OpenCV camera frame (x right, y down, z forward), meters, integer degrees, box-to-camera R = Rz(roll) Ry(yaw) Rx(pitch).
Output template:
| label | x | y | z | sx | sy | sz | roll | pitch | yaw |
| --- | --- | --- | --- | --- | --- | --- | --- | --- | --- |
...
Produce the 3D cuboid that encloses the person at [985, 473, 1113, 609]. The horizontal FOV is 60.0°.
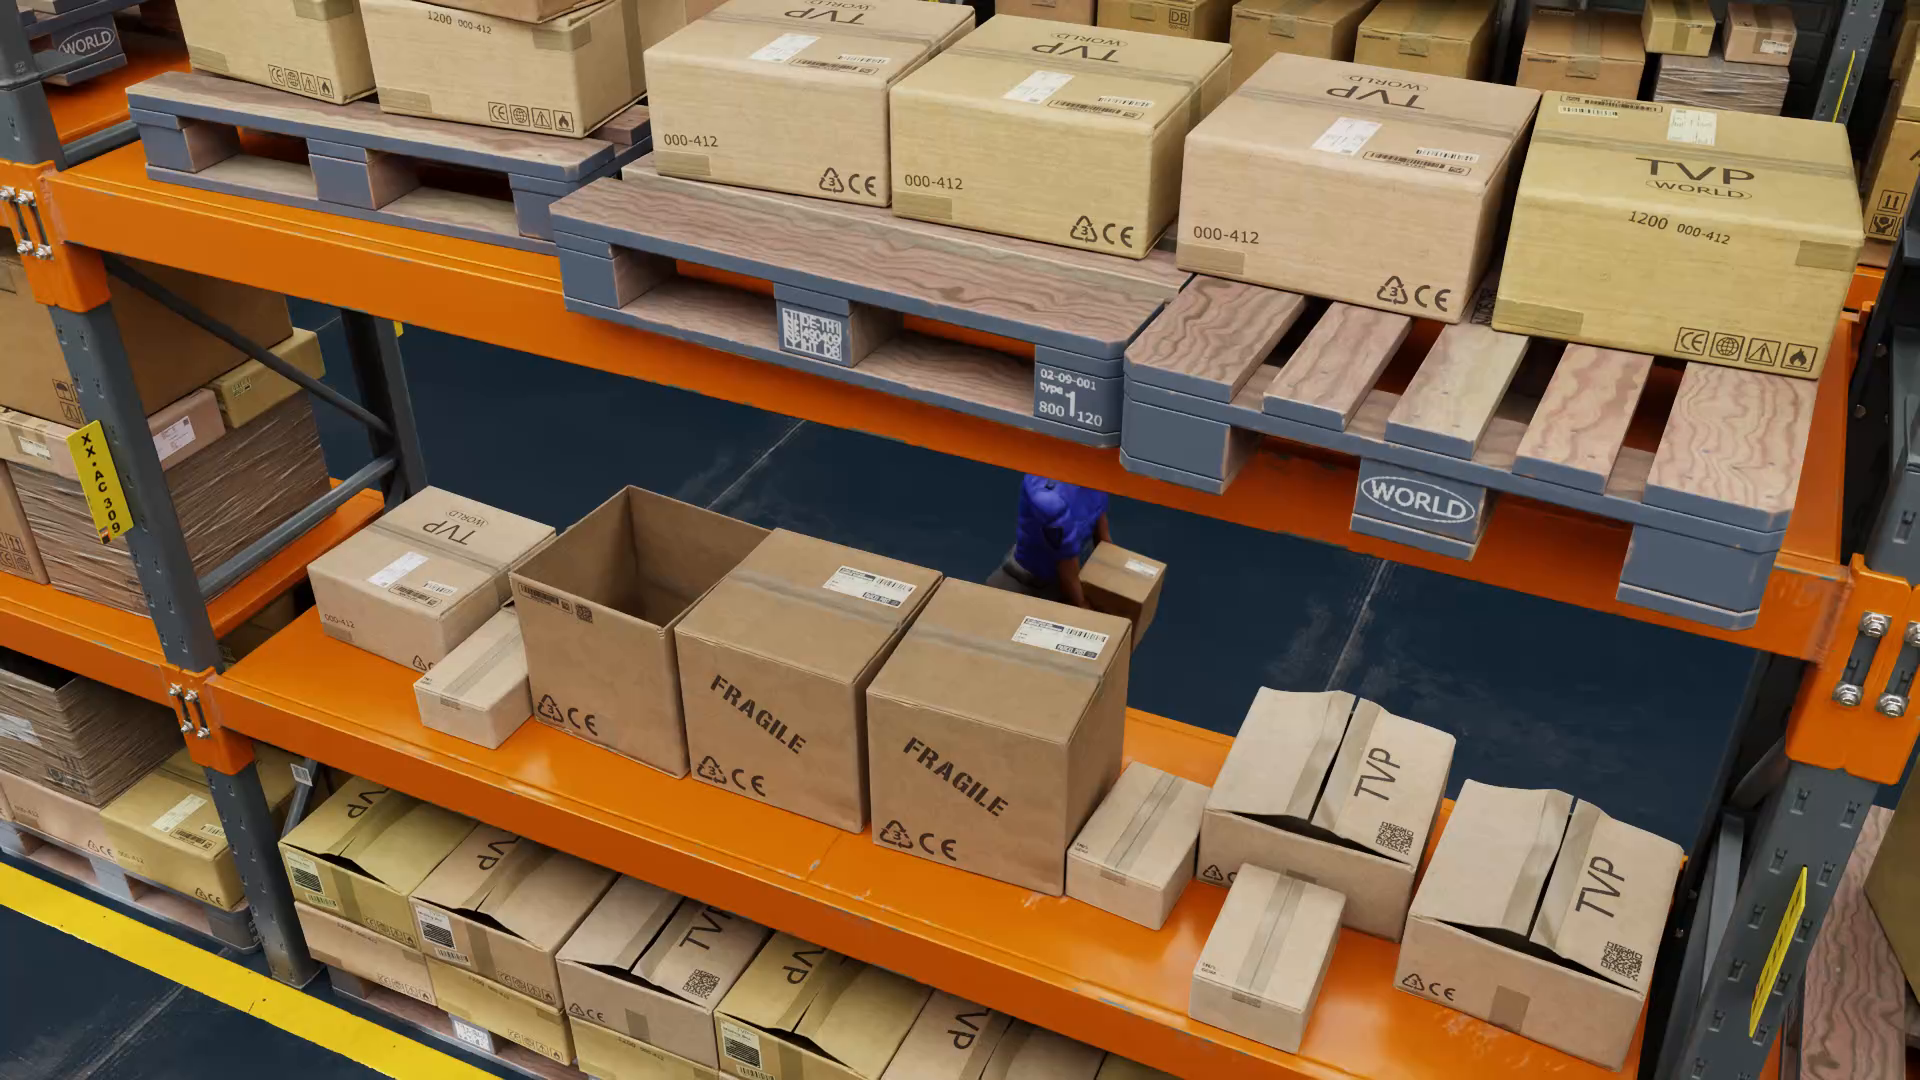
| label | x | y | z | sx | sy | sz | roll | pitch | yaw |
| --- | --- | --- | --- | --- | --- | --- | --- | --- | --- |
| person | 0.372 | 0.204 | 5.869 | 0.533 | 1.637 | 0.410 | 14 | 36 | 20 |
